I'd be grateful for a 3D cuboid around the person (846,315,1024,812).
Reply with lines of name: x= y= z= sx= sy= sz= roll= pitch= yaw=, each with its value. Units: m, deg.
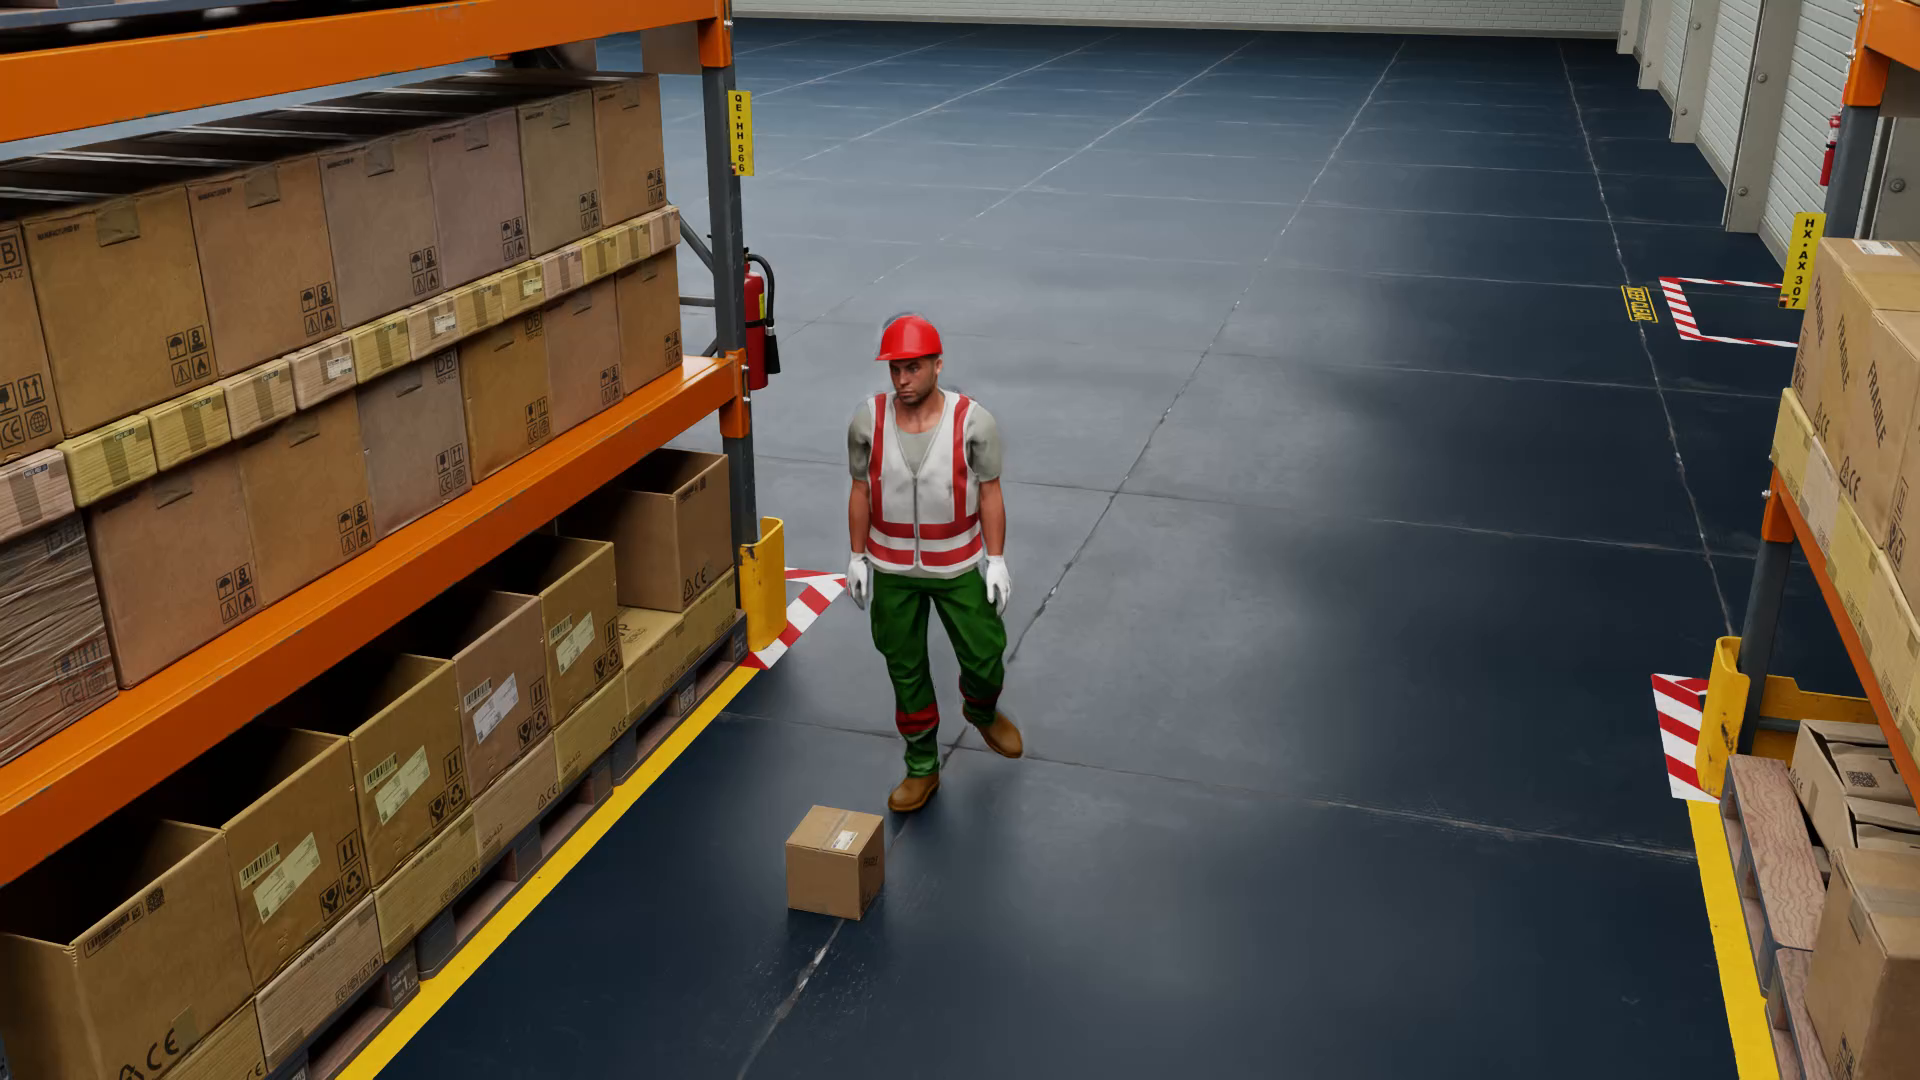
person: x=-0.087 y=0.066 z=5.847 sx=0.621 sy=1.787 sz=0.572 roll=3 pitch=22 yaw=7
